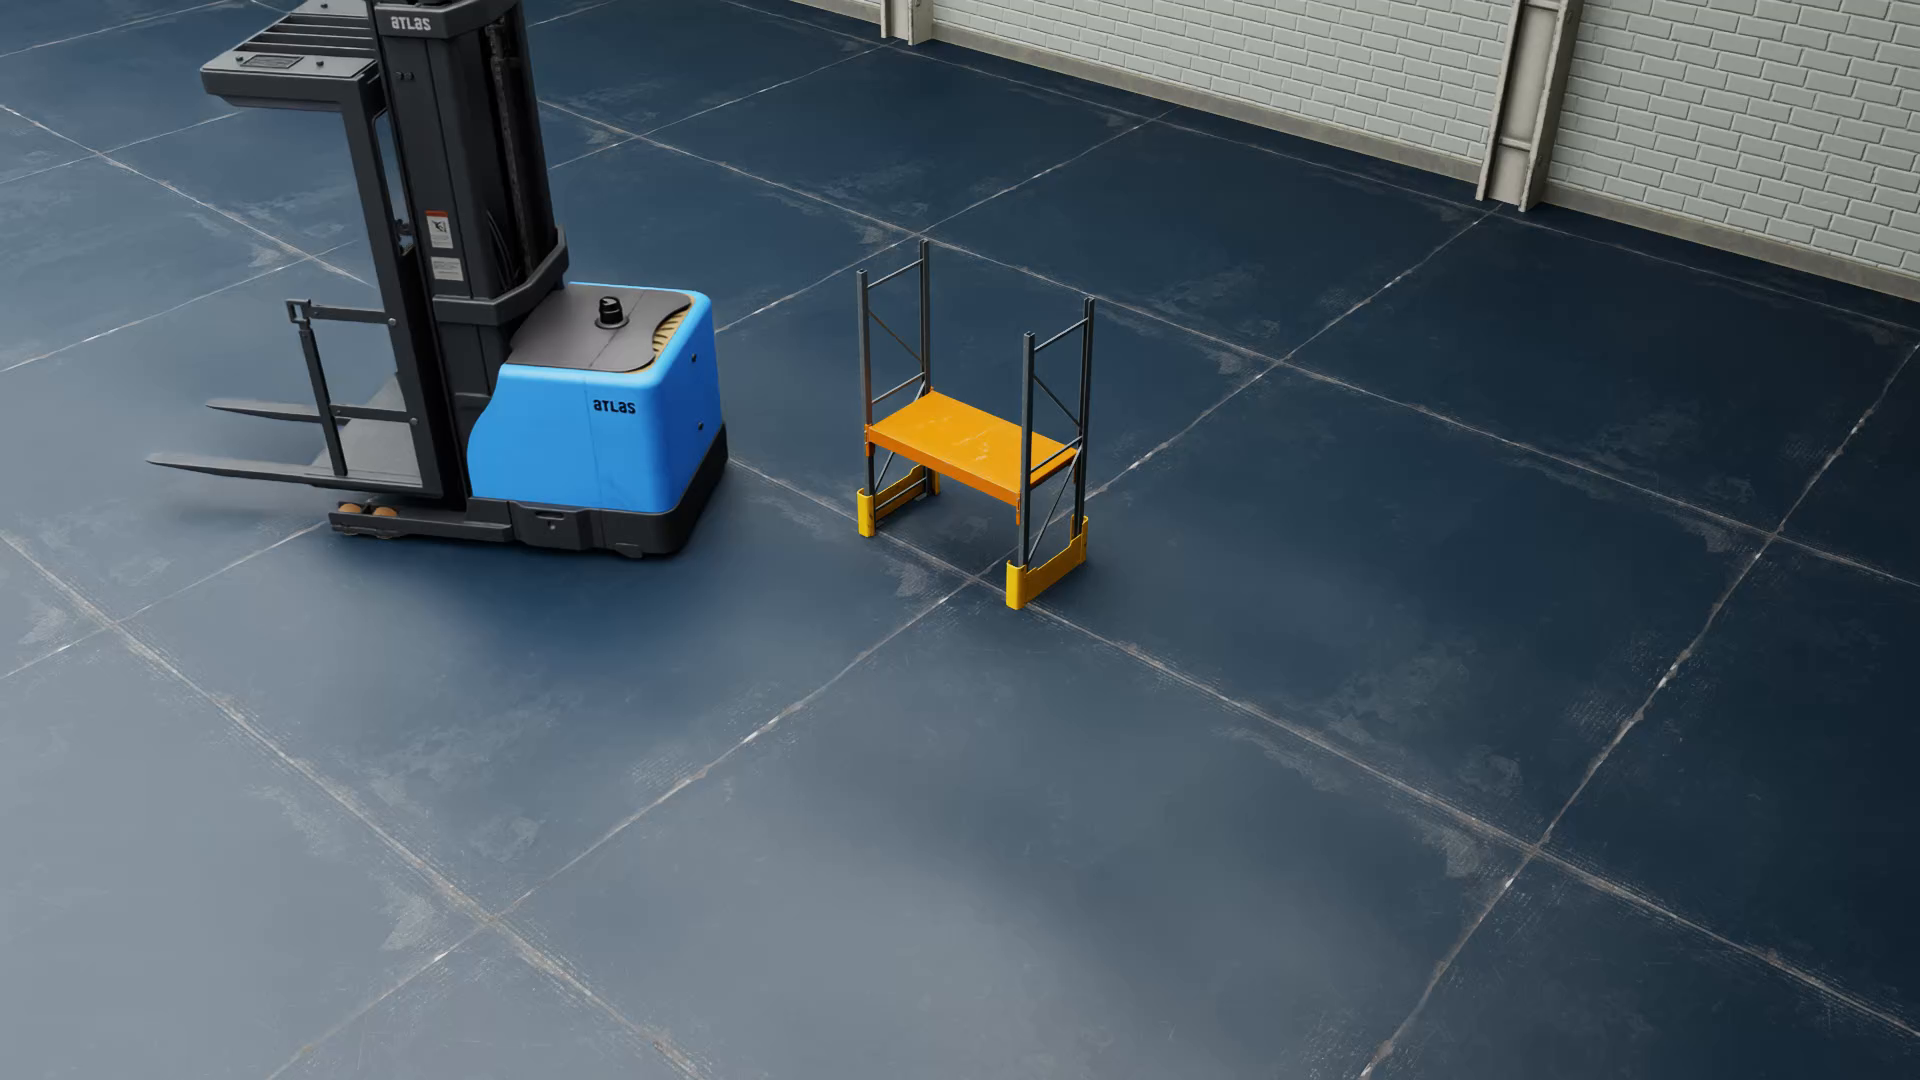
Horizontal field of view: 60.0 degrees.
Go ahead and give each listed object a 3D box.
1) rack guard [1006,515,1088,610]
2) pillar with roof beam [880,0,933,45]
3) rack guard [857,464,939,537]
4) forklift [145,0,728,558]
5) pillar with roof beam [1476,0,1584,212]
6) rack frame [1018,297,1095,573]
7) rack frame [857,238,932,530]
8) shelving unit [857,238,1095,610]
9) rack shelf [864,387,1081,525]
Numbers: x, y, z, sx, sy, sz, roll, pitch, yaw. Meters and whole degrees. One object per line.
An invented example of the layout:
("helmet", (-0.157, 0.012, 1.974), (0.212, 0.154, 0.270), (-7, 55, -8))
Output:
("rack guard", (0.441, 0.105, 8.376), (0.087, 0.250, 0.587), (25, 42, 32))
("pillar with roof beam", (-3.249, -6.565, 10.361), (0.400, 9.000, 9.100), (25, 42, 32))
("rack guard", (-0.324, -0.256, 8.902), (0.087, 0.250, 0.587), (25, 42, 32))
("forklift", (-2.859, -1.502, 8.348), (3.031, 2.935, 1.130), (5, 35, 8))
("pillar with roof beam", (1.362, -4.392, 7.196), (0.400, 9.000, 9.100), (25, 42, 32))
("rack frame", (0.456, -0.403, 8.012), (0.032, 1.500, 0.500), (25, 42, 32))
("rack frame", (-0.325, -0.771, 8.549), (0.032, 1.500, 0.500), (25, 42, 32))
("shelving unit", (0.059, -0.591, 8.285), (1.083, 1.500, 0.587), (25, 42, 32))
("rack shelf", (0.066, -0.439, 8.382), (1.000, 0.185, 0.538), (25, 42, 32))
